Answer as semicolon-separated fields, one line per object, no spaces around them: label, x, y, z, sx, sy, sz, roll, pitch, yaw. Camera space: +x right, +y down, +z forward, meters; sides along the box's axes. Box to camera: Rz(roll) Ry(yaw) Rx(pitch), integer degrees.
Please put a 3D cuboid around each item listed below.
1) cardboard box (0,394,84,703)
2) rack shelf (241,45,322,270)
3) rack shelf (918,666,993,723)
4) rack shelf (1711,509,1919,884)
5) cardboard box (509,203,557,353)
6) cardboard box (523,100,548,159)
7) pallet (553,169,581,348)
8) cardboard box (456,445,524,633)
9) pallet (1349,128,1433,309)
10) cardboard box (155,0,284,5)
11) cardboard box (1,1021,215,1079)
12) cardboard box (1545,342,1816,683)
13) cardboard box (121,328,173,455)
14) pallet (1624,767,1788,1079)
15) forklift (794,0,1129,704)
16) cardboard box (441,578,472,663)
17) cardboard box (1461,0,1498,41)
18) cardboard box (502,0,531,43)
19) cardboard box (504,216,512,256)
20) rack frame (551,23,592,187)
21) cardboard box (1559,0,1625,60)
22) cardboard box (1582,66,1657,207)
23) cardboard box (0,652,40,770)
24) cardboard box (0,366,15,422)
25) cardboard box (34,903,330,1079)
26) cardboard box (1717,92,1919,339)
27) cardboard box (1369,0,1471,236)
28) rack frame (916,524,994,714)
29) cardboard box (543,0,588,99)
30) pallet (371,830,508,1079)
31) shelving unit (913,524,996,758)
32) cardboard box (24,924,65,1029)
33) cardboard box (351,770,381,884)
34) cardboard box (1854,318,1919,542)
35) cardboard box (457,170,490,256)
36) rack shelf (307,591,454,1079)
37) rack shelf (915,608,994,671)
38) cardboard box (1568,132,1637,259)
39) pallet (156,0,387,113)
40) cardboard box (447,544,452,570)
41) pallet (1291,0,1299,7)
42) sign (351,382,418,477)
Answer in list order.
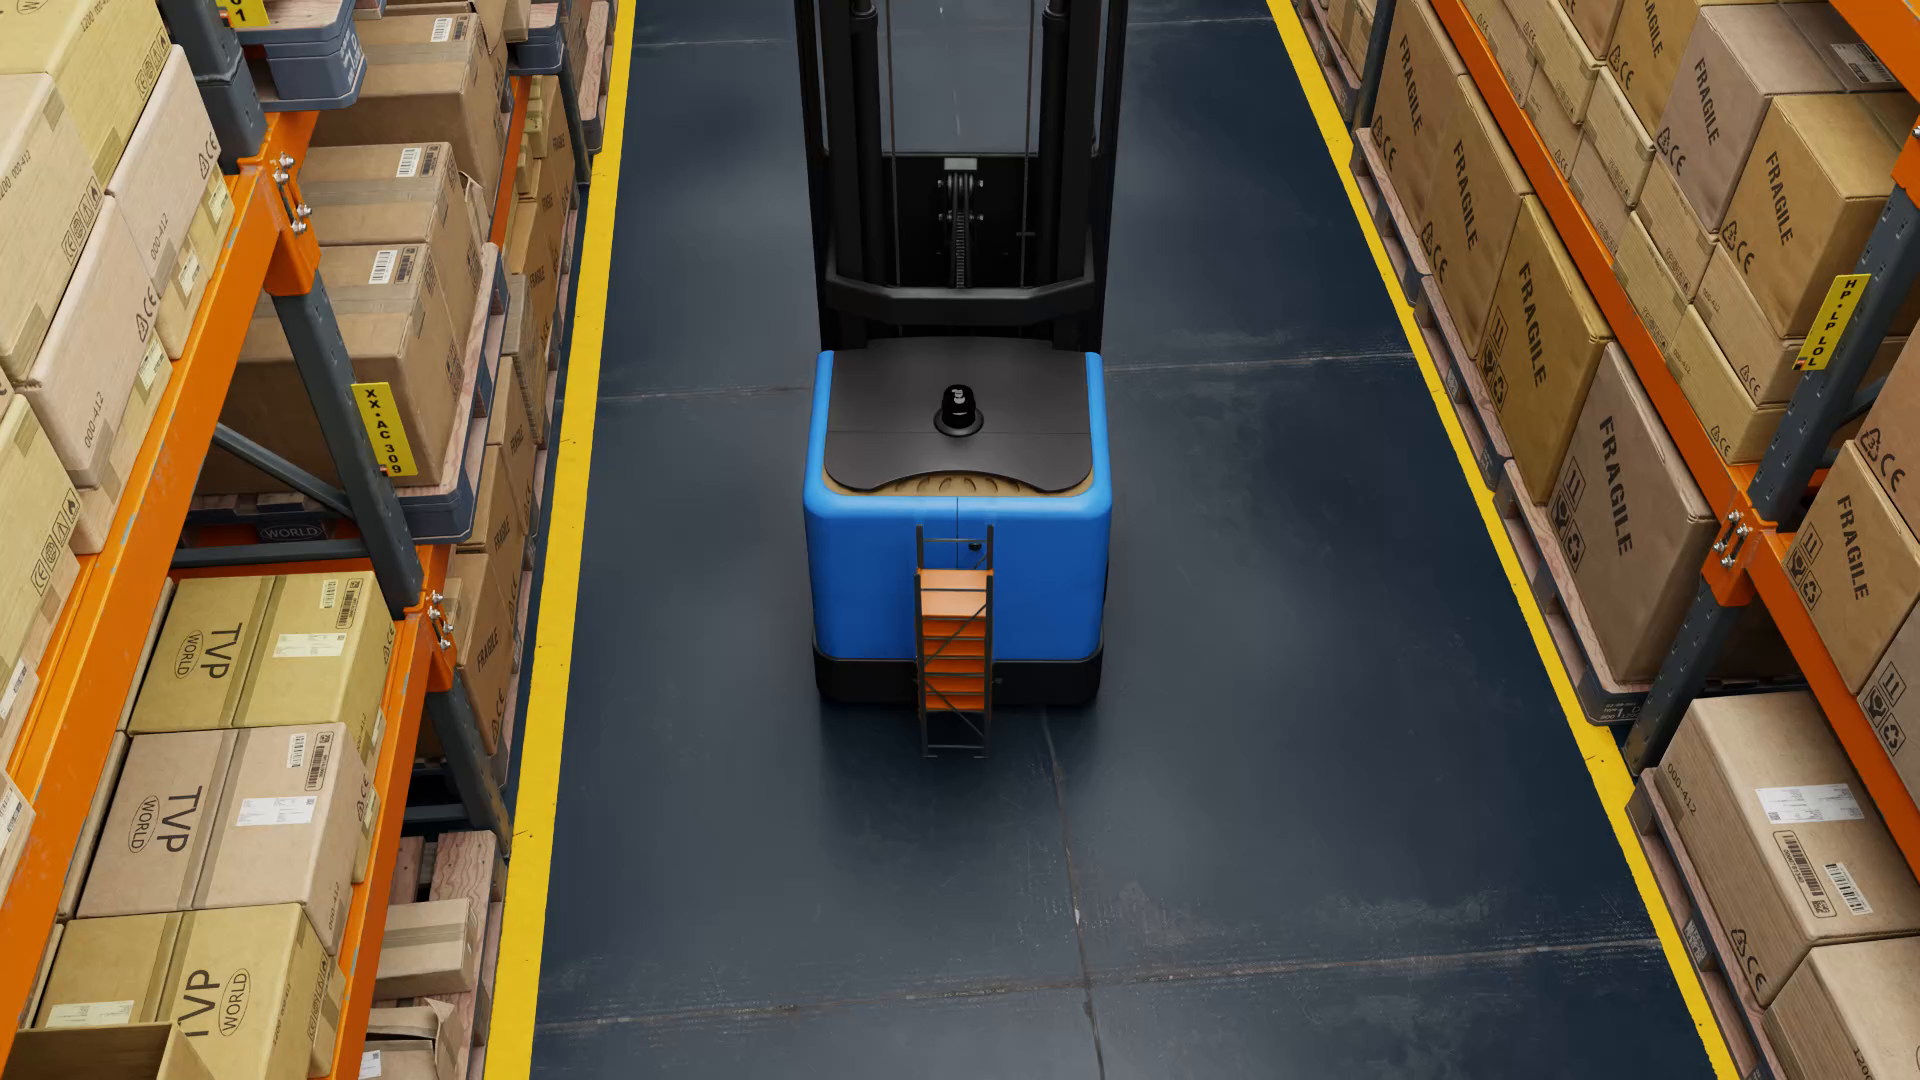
cardboard box;-1.674;0.049;2.470;0.500;0.250;0.500;-3;47;-2
rack shelf;-2.217;-2.181;5.179;1.077;0.370;4.000;-3;47;-3
rack shelf;-0.015;0.530;5.797;0.258;0.103;0.180;1;56;1
rack shelf;3.064;1.440;3.816;1.077;0.370;4.000;-3;47;-3
cardboard box;-2.057;-1.095;7.153;0.500;0.500;0.500;-2;47;-2
cardboard box;-2.037;-1.814;7.388;0.380;0.149;0.250;-6;47;-5
pallet;-2.360;-1.342;7.876;1.003;0.211;1.213;-3;47;-3
cardboard box;-1.920;0.017;6.100;0.500;0.500;0.500;-4;47;-4
pallet;2.552;-1.614;8.134;1.003;0.211;1.213;-3;47;-3
cardboard box;-1.679;-1.314;3.677;0.380;0.149;0.250;-3;47;-3
cardboard box;-1.610;1.206;2.924;0.500;0.500;0.500;-2;47;-2
cardboard box;2.765;-0.112;5.964;0.875;0.875;0.875;-2;47;-2
cardboard box;-1.694;-0.281;3.057;0.380;0.149;0.250;-2;47;-2
pallet;2.882;1.260;5.412;1.003;0.211;1.213;-3;47;-3
forklift;0.006;-1.461;6.115;1.130;2.935;3.031;0;47;0
cardboard box;-1.815;0.267;5.417;0.380;0.149;0.250;-1;47;-1
cardboard box;2.412;-2.357;7.020;0.500;0.250;0.500;-5;47;-4
cardboard box;-1.974;-2.193;6.575;0.500;0.250;0.500;-5;47;-5
cardboard box;-2.061;-1.247;6.851;0.380;0.149;0.250;-4;47;-4
rack frame;-2.385;-2.844;7.377;1.000;3.000;0.127;-3;47;-3
cardboard box;2.477;-2.056;5.874;0.500;0.500;0.500;-3;47;-3
cardboard box;2.518;-1.414;5.783;0.500;0.250;0.500;-2;47;-2
cardboard box;-1.658;0.275;2.531;0.380;0.149;0.250;-3;47;-3
cardboard box;-1.682;-0.120;2.285;0.500;0.250;0.500;-3;47;-3
cardboard box;-1.679;1.076;3.563;0.500;0.250;0.500;-4;47;-4
cardboard box;2.609;-0.940;4.817;0.500;0.500;0.500;-2;47;-2
cardboard box;2.536;-2.057;7.807;0.875;0.875;0.875;-4;47;-4
rack frame;-0.014;0.294;5.614;0.240;1.200;0.006;1;56;1
cardboard box;-2.423;-2.624;8.515;0.875;0.625;0.625;-2;47;-2
pallet;-1.993;1.506;5.178;1.003;0.211;1.213;-3;47;-3
shelving unit;-0.016;0.370;5.562;0.258;1.200;0.189;1;56;1
cardboard box;-2.187;1.110;3.531;0.500;0.250;0.500;-3;47;-2
cardboard box;-1.682;0.726;4.170;0.380;0.149;0.250;-2;47;-2
cardboard box;2.695;-0.273;4.185;0.500;0.500;0.500;-3;47;-3
cardboard box;-1.784;-1.077;5.507;0.396;0.266;0.258;-1;47;-1
rack shelf;-1.882;1.745;3.527;1.077;0.370;4.000;-3;47;-3
rack shelf;-0.016;0.327;5.500;0.258;0.103;0.180;1;56;1
cardboard box;2.543;-1.247;5.968;0.500;0.250;0.500;-5;47;-4
pallet;-2.034;-1.393;4.067;1.213;0.211;1.003;-3;47;-3
cardboard box;-1.884;-0.021;5.485;0.380;0.149;0.250;-6;47;-5
pallet;2.398;-3.635;10.048;1.003;0.211;1.213;-3;47;-3
sign;-1.510;-0.286;4.359;0.100;0.325;0.005;-3;47;-3
